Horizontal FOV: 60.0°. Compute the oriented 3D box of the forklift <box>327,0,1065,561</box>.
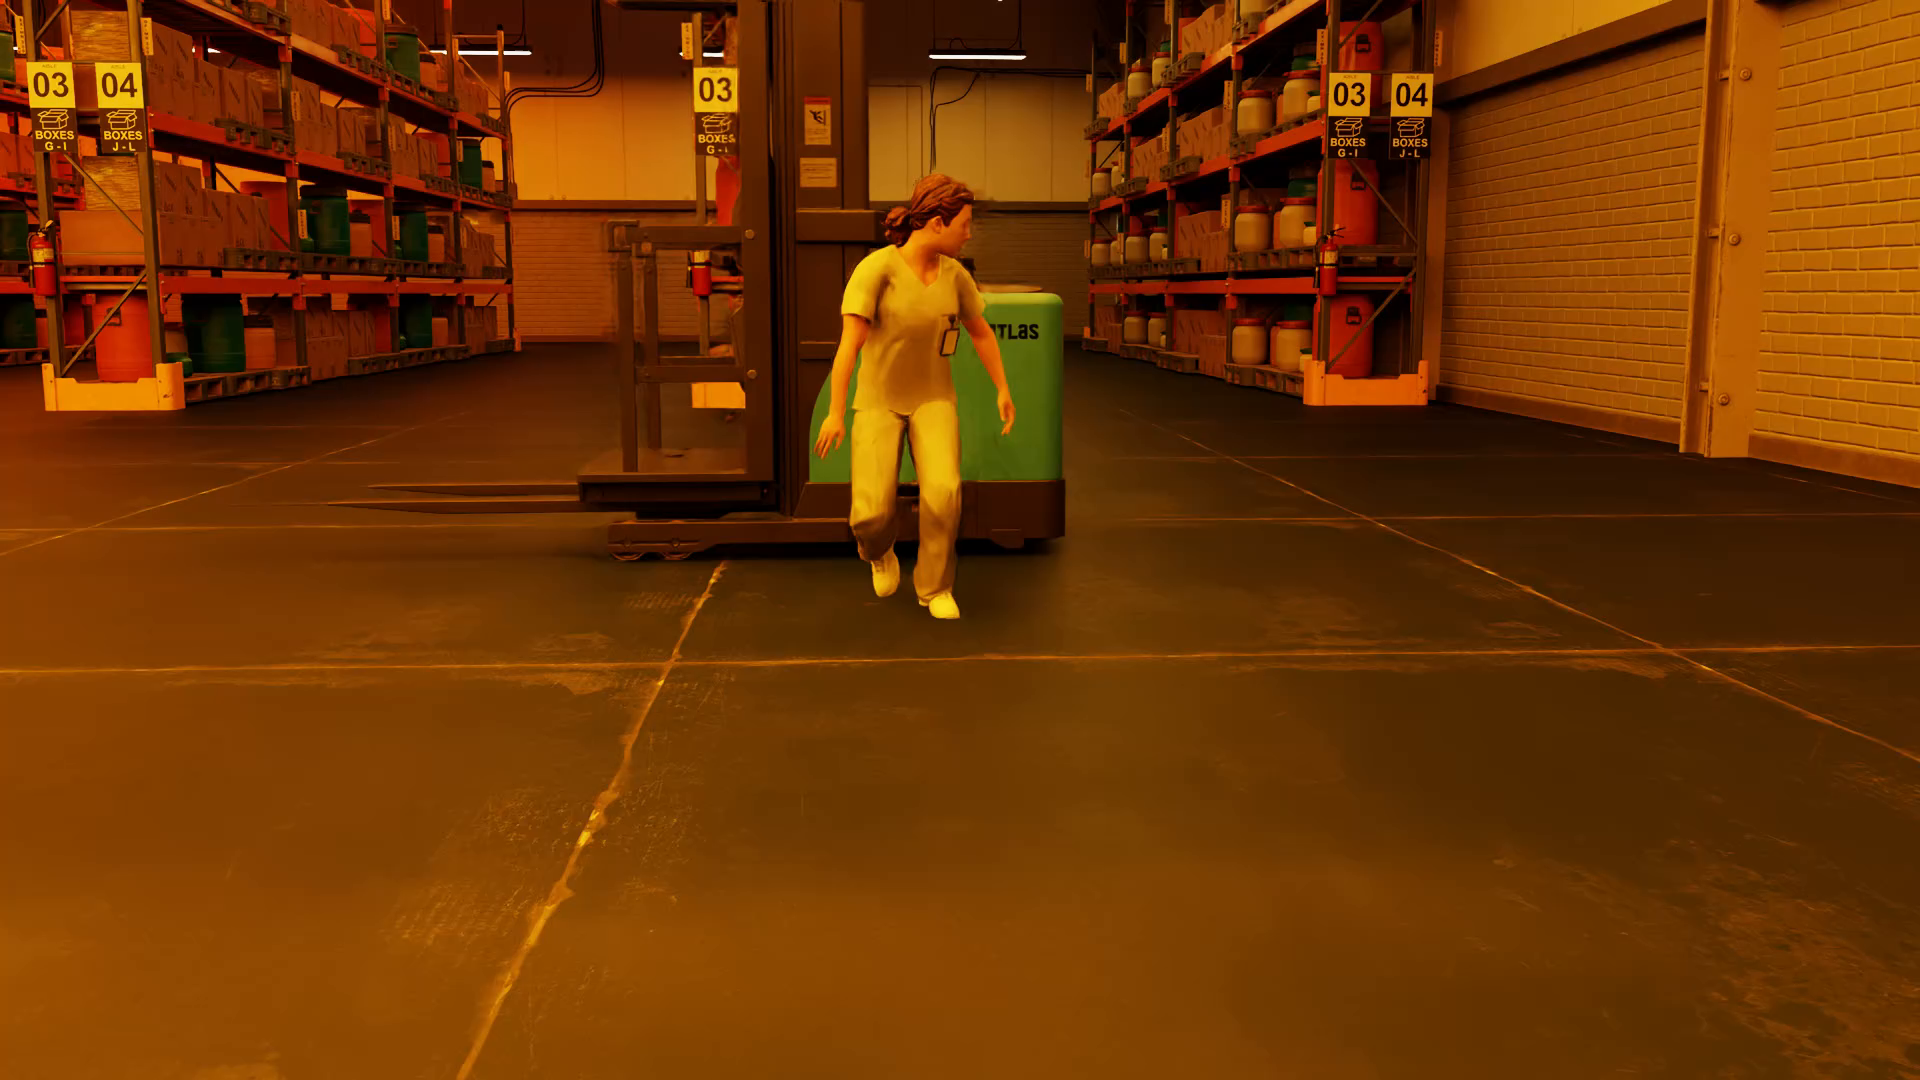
[{"bbox_3d":[-1.105,-1.444,7.056,3.031,2.935,1.130,-1,8,-5],"label":"forklift"}]

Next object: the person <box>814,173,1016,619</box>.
[{"bbox_3d":[-0.170,-0.370,5.631,0.722,1.255,0.639,-3,9,-16],"label":"person"}]
